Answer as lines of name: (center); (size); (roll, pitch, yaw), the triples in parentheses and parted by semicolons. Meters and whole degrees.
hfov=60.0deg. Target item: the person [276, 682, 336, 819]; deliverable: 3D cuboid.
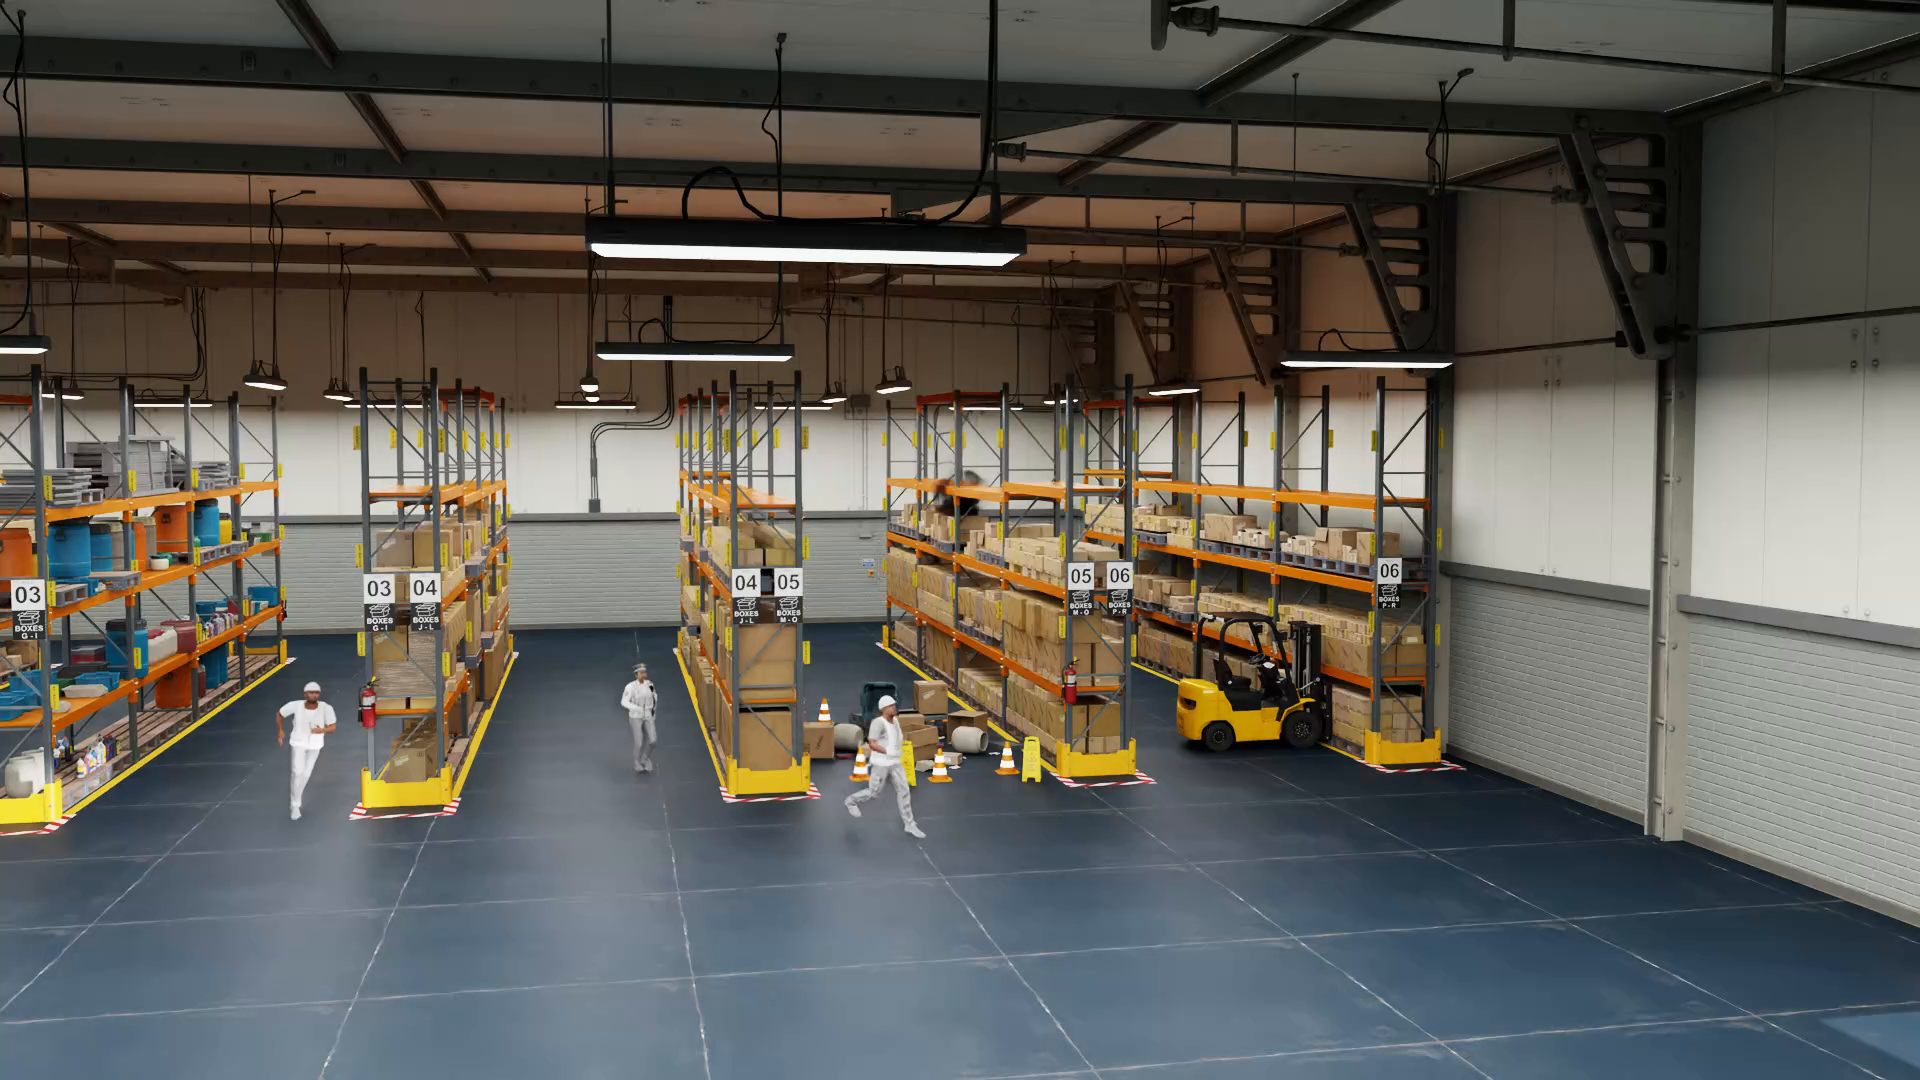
person: (-8.812, 2.819, 22.448); (0.722, 1.827, 0.821); (-2, 4, -34)

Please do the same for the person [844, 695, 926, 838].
person: (-0.976, 2.864, 21.151); (1.160, 1.782, 0.648); (2, 4, 34)

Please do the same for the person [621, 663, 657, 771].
person: (-4.780, 2.674, 25.011); (0.618, 1.663, 0.597); (-2, 4, -29)
